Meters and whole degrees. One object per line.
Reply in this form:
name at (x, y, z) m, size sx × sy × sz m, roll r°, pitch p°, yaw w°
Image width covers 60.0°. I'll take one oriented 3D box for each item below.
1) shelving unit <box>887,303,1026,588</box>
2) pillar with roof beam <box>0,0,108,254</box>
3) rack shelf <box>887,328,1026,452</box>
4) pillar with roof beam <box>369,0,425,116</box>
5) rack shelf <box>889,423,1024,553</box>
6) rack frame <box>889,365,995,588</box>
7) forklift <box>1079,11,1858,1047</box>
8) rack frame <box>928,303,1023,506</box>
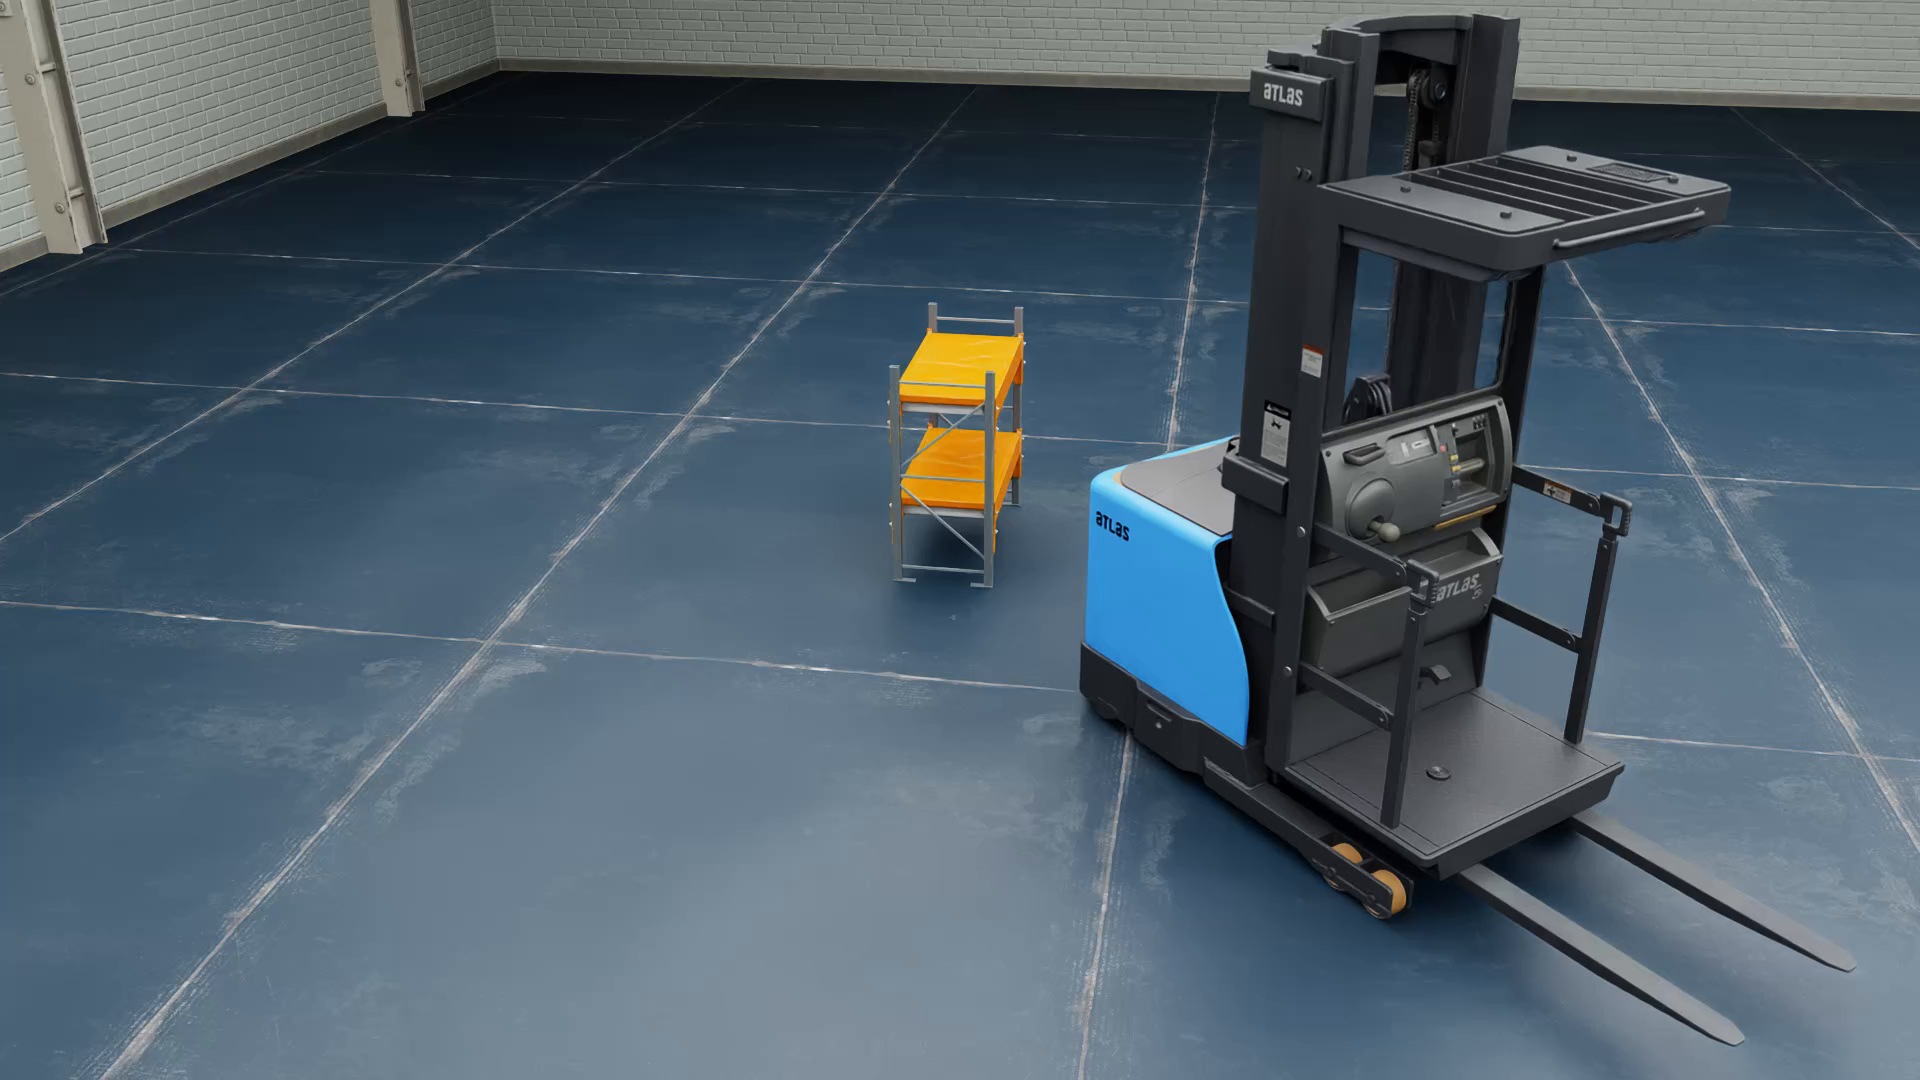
shelving unit at (-0.001, -0.507, 8.505) m, size 0.538 × 1.125 × 1.048 m, roll 4°, pitch 25°, yaw 9°
pillar with roof beam at (-3.201, -6.250, 11.487) m, size 9.100 × 9.000 × 0.400 m, roll 4°, pitch 25°, yaw 9°
rack shelf at (-0.001, -0.772, 8.381) m, size 0.538 × 0.278 × 1.000 m, roll 4°, pitch 25°, yaw 9°
pillar with roof beam at (-2.220, -8.759, 16.848) m, size 9.100 × 9.000 × 0.400 m, roll 4°, pitch 25°, yaw 9°
rack shelf at (-0.001, -0.285, 8.609) m, size 0.538 × 0.278 × 1.000 m, roll 4°, pitch 25°, yaw 9°
rack frame at (-0.084, -0.294, 8.051) m, size 0.500 × 1.125 × 0.032 m, roll 4°, pitch 25°, yaw 9°
forklift at (1.755, -0.220, 5.763) m, size 1.130 × 2.935 × 3.031 m, roll -16°, pitch 29°, yaw -30°
rack frame at (0.082, -0.719, 8.960) m, size 0.500 × 1.125 × 0.032 m, roll 4°, pitch 25°, yaw 9°
